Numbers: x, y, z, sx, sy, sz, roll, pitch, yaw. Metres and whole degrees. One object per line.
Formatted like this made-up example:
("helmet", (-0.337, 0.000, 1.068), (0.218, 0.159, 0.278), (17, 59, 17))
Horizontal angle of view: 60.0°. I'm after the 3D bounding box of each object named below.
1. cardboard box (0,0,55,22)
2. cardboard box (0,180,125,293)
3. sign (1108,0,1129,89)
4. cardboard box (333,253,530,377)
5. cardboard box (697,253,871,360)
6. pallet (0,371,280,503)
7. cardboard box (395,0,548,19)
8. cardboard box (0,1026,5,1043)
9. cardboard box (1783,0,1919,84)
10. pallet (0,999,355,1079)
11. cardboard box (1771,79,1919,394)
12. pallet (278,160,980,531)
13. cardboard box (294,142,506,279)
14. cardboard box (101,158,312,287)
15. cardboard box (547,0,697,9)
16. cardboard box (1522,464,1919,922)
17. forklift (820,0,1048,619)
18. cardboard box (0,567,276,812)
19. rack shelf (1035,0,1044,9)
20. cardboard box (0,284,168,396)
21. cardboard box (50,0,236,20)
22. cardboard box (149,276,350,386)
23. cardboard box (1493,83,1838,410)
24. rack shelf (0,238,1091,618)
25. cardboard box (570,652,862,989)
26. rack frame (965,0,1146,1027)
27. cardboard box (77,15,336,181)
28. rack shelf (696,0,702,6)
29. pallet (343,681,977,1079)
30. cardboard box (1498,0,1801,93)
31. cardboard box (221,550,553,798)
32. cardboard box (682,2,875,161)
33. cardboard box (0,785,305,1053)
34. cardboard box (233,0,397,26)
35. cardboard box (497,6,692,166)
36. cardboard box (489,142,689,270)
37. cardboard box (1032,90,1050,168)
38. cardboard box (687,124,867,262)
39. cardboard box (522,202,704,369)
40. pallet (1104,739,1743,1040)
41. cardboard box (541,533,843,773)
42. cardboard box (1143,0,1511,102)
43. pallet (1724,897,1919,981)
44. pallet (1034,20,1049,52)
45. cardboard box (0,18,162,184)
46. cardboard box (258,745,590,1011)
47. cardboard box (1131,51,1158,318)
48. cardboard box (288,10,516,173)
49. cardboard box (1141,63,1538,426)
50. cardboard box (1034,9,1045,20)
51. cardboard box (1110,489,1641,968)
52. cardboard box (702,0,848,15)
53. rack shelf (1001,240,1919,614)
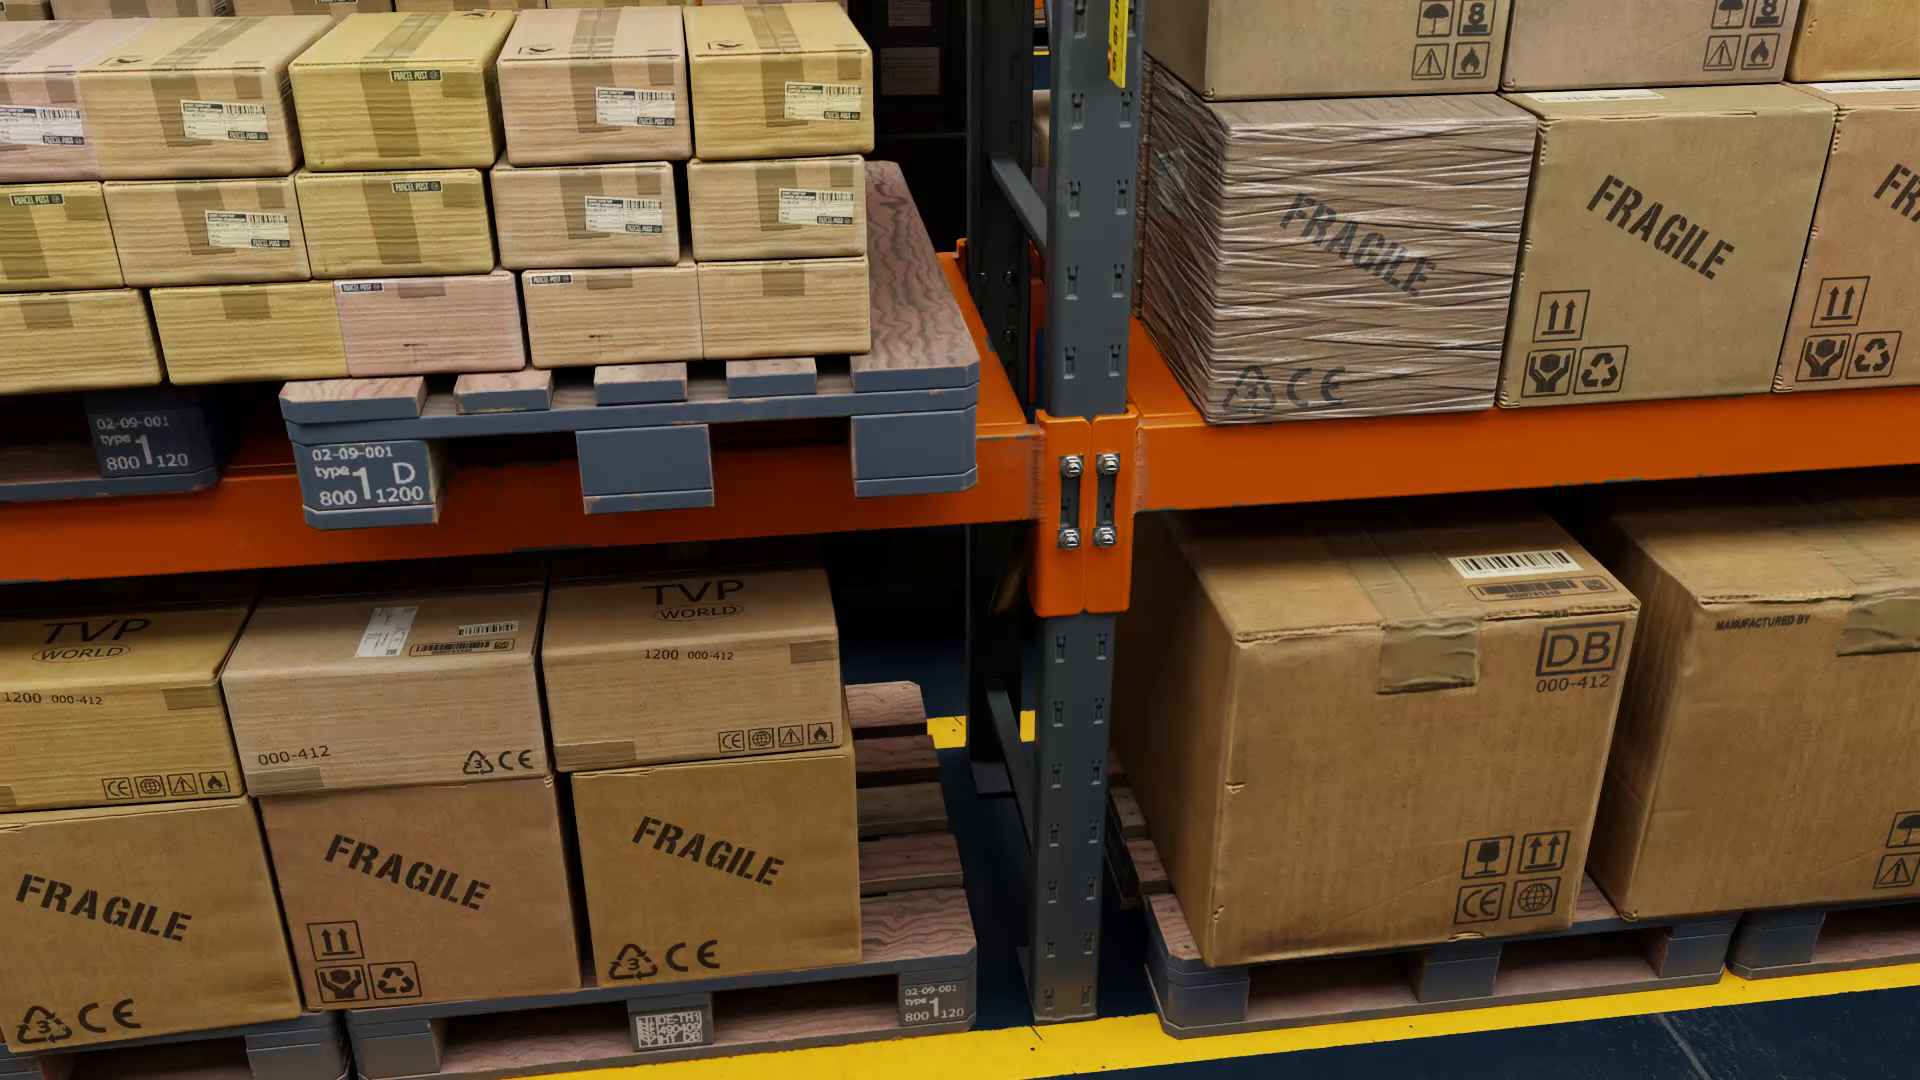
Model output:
("cardboard box", (-1.641, -0.900, 2.881), (0.250, 0.149, 0.380), (-3, 27, -6))
("cardboard box", (-1.300, -0.490, 2.409), (0.250, 0.149, 0.380), (-4, 27, -7))
("sign", (0.230, -0.821, 2.384), (0.005, 0.325, 0.100), (-4, 27, -7))
("cardboard box", (-0.781, -0.391, 2.541), (0.250, 0.149, 0.380), (-3, 27, -6))
("cardboard box", (-0.280, -0.422, 2.602), (0.250, 0.149, 0.380), (-3, 27, -6))
("pallet", (-1.810, -0.356, 2.869), (1.213, 0.211, 1.003), (-4, 27, -7))
("cardboard box", (-0.849, -0.952, 2.984), (0.250, 0.149, 0.380), (-4, 27, -7))
("cardboard box", (-2.007, 0.593, 3.087), (0.500, 0.500, 0.500), (-3, 27, -6))
("cardboard box", (1.599, -1.166, 3.032), (0.500, 0.500, 0.700), (-4, 27, -8))
("pallet", (-1.835, 0.780, 3.499), (1.213, 0.211, 1.003), (-4, 27, -7))
("cardboard box", (1.629, -0.603, 3.029), (0.500, 0.500, 0.500), (-4, 27, -7))
("pallet", (-0.546, -0.407, 2.968), (1.003, 0.211, 1.213), (-4, 27, -7))
("cardboard box", (-0.805, -0.521, 2.468), (0.250, 0.149, 0.380), (-3, 27, -6))
("cardboard box", (-1.053, -0.505, 2.438), (0.250, 0.149, 0.380), (-4, 27, -7))
("cardboard box", (-0.606, -0.966, 3.010), (0.250, 0.149, 0.380), (-4, 27, -9))
("cardboard box", (1.625, 0.173, 3.632), (0.750, 0.750, 1.050), (-3, 27, -6))
("forklift", (-0.651, -1.266, 4.506), (3.031, 2.935, 1.130), (-2, 27, -3))
("cardboard box", (-1.500, 0.230, 2.973), (0.500, 0.250, 0.500), (-3, 27, -6))
("rack shelf", (1.335, -2.625, 7.867), (4.000, 0.370, 1.077), (-4, 27, -7))
("cardboard box", (-1.294, -0.359, 2.478), (0.250, 0.149, 0.380), (-5, 28, -9))
("cardboard box", (-1.379, -0.918, 2.916), (0.250, 0.149, 0.380), (-2, 27, -5))
("cardboard box", (-1.028, -0.376, 2.513), (0.250, 0.149, 0.380), (-4, 27, -8))
("cardboard box", (1.130, -0.571, 2.967), (0.500, 0.500, 0.500), (-4, 27, -8))
("rack shelf", (-1.836, -0.139, 3.023), (4.000, 0.370, 1.077), (-4, 27, -7))
("cardboard box", (-0.471, 0.499, 3.270), (0.500, 0.500, 0.500), (-4, 27, -7))
("rack frame", (0.145, -0.586, 3.107), (0.127, 3.000, 1.000), (-4, 27, -7))
("cardboard box", (-1.049, -0.637, 2.370), (0.250, 0.149, 0.380), (-3, 27, -6))
("rack shelf", (-2.626, -2.370, 7.372), (4.000, 0.370, 1.077), (-4, 27, -7))
("pallet", (-0.629, 0.703, 3.648), (1.213, 0.211, 1.003), (-4, 27, -7))
("cardboard box", (1.091, -1.132, 2.966), (0.500, 0.500, 0.700), (-4, 27, -8))
("cardboard box", (-0.995, 0.205, 3.022), (0.500, 0.250, 0.500), (-3, 27, -6))
("cardboard box", (-0.277, -0.688, 2.468), (0.250, 0.149, 0.380), (-5, 28, -9))
("cardboard box", (-1.507, 0.571, 3.129), (0.500, 0.500, 0.500), (-5, 28, -9))
("cardboard box", (-1.112, -0.936, 2.951), (0.250, 0.149, 0.380), (-5, 28, -9))
("cardboard box", (-0.526, -0.673, 2.439), (0.250, 0.149, 0.380), (-4, 27, -8))
("cardboard box", (-0.545, -0.539, 2.503), (0.250, 0.149, 0.380), (-3, 27, -5))
("cardboard box", (0.645, -1.917, 8.119), (0.625, 0.372, 0.950), (-4, 27, -8))
("cardboard box", (-0.281, -0.556, 2.538), (0.250, 0.149, 0.380), (-3, 27, -6))
("cardboard box", (-0.526, -0.407, 2.573), (0.250, 0.149, 0.380), (-4, 27, -7))
("pallet", (0.936, 0.638, 3.775), (1.213, 0.211, 1.003), (-4, 27, -7))
("cardboard box", (-0.496, 0.167, 3.095), (0.500, 0.250, 0.500), (-4, 27, -8))
("cardboard box", (0.591, -1.100, 2.902), (0.500, 0.500, 0.700), (-4, 27, -7))
("pallet", (2.141, 0.562, 3.923), (1.213, 0.211, 1.003), (-4, 27, -7))
("pallet", (0.686, -3.931, 12.681), (1.213, 0.211, 1.003), (-4, 27, -7))
("cardboard box", (-1.289, -0.625, 2.345), (0.250, 0.149, 0.380), (-4, 27, -7))
("cardboard box", (-0.985, 0.530, 3.209), (0.500, 0.500, 0.500), (-3, 27, -5))
("cardboard box", (0.553, -0.781, 3.376), (0.500, 0.500, 0.500), (-4, 27, -7))
("cardboard box", (-0.785, -0.656, 2.406), (0.250, 0.149, 0.380), (-3, 27, -6))
("cardboard box", (0.627, -0.537, 2.902), (0.500, 0.500, 0.500), (-3, 27, -7))
("cardboard box", (0.592, -4.313, 12.511), (0.625, 0.625, 0.875), (-5, 28, -9))
("cardboard box", (0.760, 0.230, 3.521), (0.750, 0.750, 1.050), (-4, 27, -8))
("cardboard box", (-0.344, -0.984, 3.045), (0.250, 0.149, 0.380), (-4, 27, -7))
("rack shelf", (2.125, -0.393, 3.519), (4.000, 0.370, 1.077), (-4, 27, -7))
